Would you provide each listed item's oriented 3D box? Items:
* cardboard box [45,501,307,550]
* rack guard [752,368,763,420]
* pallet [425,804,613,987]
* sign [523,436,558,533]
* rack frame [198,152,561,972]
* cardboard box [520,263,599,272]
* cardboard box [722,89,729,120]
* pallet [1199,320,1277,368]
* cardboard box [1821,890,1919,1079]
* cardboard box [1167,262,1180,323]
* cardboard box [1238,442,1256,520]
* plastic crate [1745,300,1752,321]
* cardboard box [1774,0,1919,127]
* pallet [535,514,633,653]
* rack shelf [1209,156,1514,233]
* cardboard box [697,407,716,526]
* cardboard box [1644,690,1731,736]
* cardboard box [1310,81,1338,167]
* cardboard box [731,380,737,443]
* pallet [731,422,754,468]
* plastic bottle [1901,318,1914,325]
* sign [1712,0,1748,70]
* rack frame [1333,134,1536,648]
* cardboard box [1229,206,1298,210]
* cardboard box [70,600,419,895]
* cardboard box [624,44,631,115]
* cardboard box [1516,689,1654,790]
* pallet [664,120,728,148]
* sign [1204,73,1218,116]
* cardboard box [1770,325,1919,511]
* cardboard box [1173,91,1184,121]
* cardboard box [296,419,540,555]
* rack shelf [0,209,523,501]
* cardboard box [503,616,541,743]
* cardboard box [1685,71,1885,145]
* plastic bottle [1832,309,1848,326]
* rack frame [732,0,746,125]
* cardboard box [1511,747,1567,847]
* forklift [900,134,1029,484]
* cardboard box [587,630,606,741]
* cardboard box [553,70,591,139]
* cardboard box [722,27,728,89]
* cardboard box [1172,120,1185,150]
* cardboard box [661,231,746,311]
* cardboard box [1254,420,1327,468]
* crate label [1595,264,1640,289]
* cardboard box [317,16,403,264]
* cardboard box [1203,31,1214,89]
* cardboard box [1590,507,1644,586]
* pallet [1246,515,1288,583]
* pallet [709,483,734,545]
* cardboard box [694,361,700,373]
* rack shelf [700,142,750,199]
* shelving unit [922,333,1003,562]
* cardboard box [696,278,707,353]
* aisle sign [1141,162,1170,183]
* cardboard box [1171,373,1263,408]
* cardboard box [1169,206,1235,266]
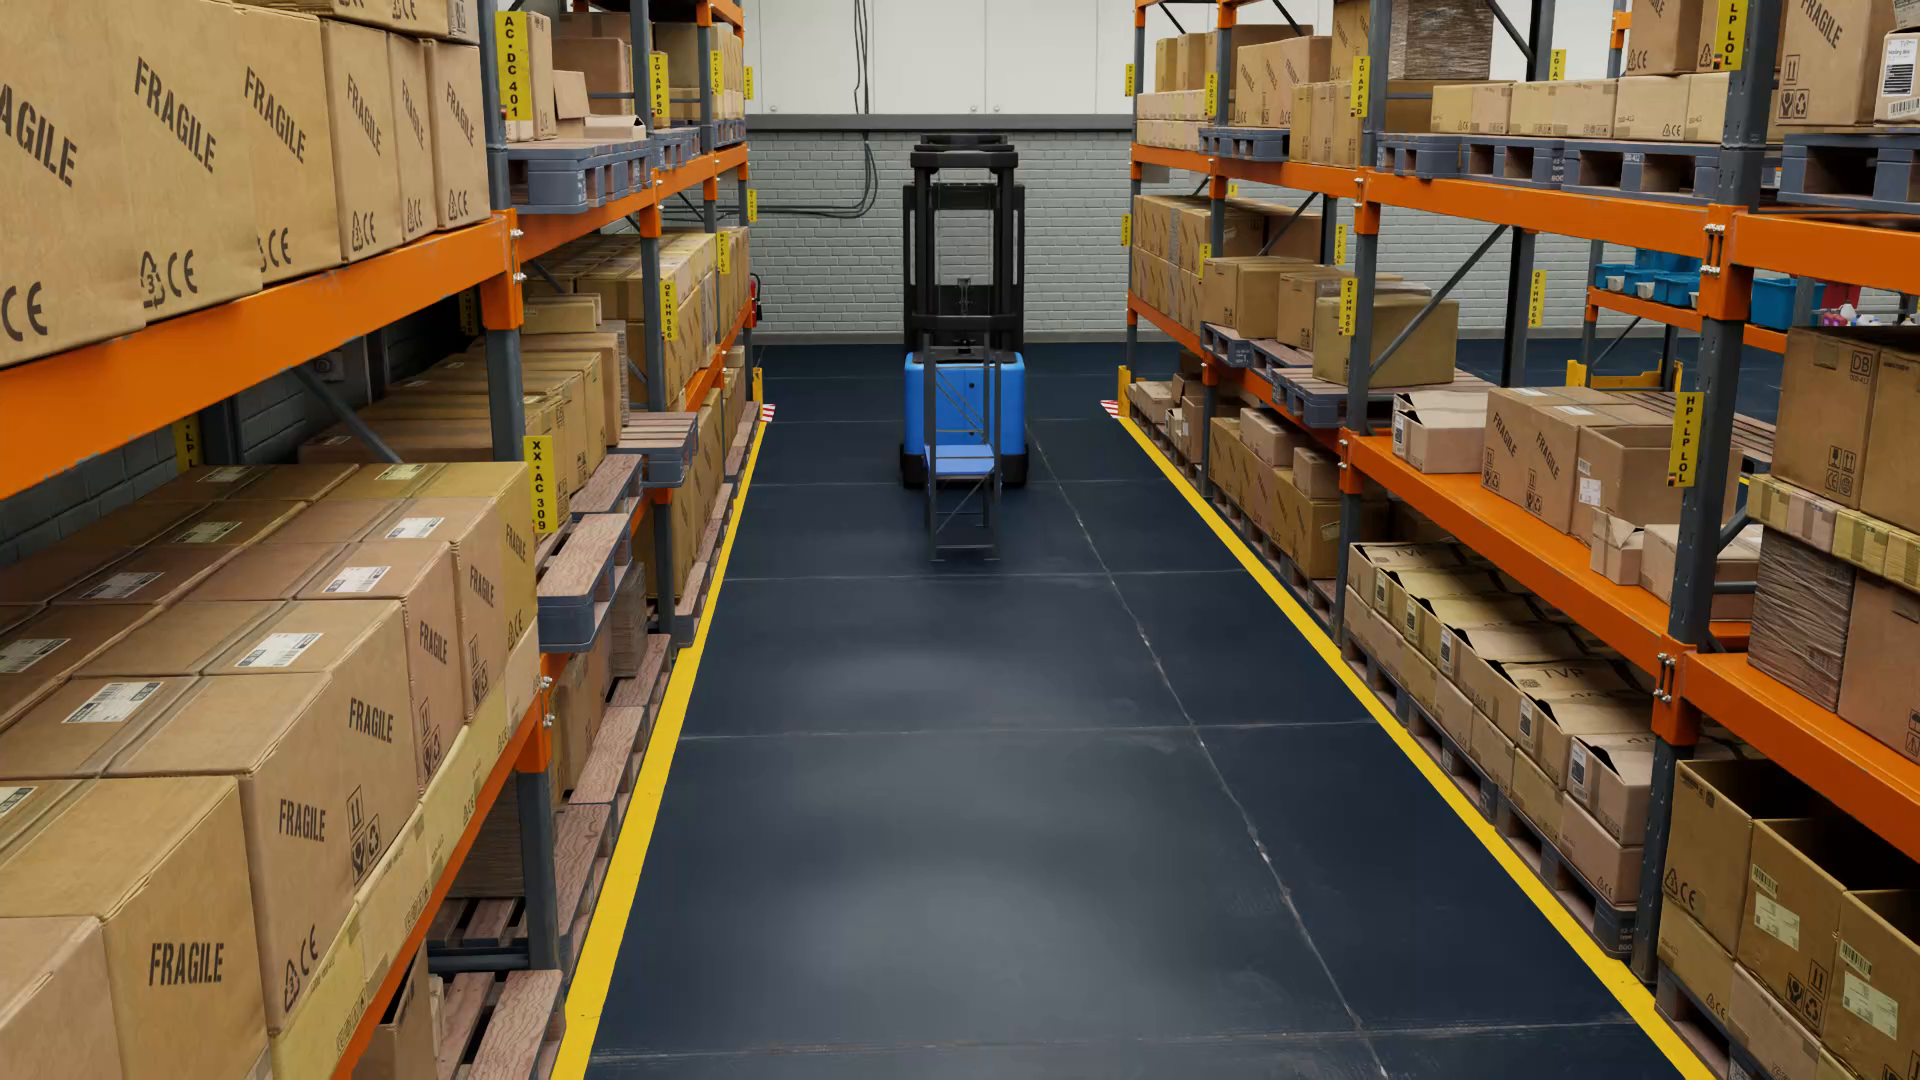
[{"bbox_3d":[-2.077,0.196,4.500,0.500,0.500,0.500,-1,14,-4],"label":"cardboard box"},{"bbox_3d":[-2.671,-1.532,17.478,1.175,0.500,0.348,-1,14,-3],"label":"rack guard"},{"bbox_3d":[-1.976,1.404,6.644,1.003,0.211,1.213,-1,14,-3],"label":"pallet"},{"bbox_3d":[-1.385,-0.182,5.477,0.100,0.325,0.005,-1,14,-3],"label":"sign"},{"bbox_3d":[-1.926,0.248,5.545,1.000,3.000,0.127,-1,14,-3],"label":"rack frame"},{"bbox_3d":[-2.490,-1.550,10.189,0.500,0.250,0.500,-1,14,-5],"label":"cardboard box"},{"bbox_3d":[-2.219,-3.677,14.035,0.500,0.250,0.500,-1,14,-5],"label":"cardboard box"},{"bbox_3d":[2.463,-1.526,12.823,1.003,0.211,1.213,-1,14,-3],"label":"pallet"},{"bbox_3d":[2.796,1.304,4.609,0.500,0.500,0.500,-1,14,-3],"label":"cardboard box"},{"bbox_3d":[2.168,-2.244,15.028,0.500,0.500,0.500,-1,14,-2],"label":"cardboard box"},{"bbox_3d":[2.376,-0.441,12.354,0.500,0.500,0.500,-1,14,-3],"label":"cardboard box"},{"bbox_3d":[7.129,-2.065,14.964,0.437,0.125,0.590,-1,14,-3],"label":"plastic crate"},{"bbox_3d":[2.786,-1.473,4.887,0.500,0.500,0.500,0,14,1],"label":"cardboard box"},{"bbox_3d":[-1.828,0.148,6.316,1.003,0.211,1.213,-1,14,-3],"label":"pallet"},{"bbox_3d":[2.646,-2.426,11.361,1.077,0.370,4.000,-1,14,-3],"label":"rack shelf"},{"bbox_3d":[-2.194,-0.524,12.013,0.750,0.750,0.750,0,14,-2],"label":"cardboard box"},{"bbox_3d":[3.215,0.796,6.964,0.500,0.311,0.500,-1,14,-4],"label":"cardboard box"},{"bbox_3d":[2.678,-2.561,10.238,0.910,0.500,0.500,-1,14,-3],"label":"cardboard box"},{"bbox_3d":[-2.423,-1.175,15.248,0.700,0.500,0.500,-1,14,-2],"label":"cardboard box"},{"bbox_3d":[-2.470,-0.886,15.547,1.003,0.211,1.213,-1,14,-3],"label":"pallet"},{"bbox_3d":[7.690,-1.699,13.509,0.097,0.201,0.097,0,14,0],"label":"plastic bottle"},{"bbox_3d":[2.477,-1.675,5.326,0.100,0.325,0.005,-1,14,-3],"label":"sign"},{"bbox_3d":[2.770,-0.825,9.712,1.000,3.000,0.127,-1,14,-3],"label":"rack frame"},{"bbox_3d":[2.710,-2.730,14.909,0.500,0.500,0.500,-1,14,-5],"label":"cardboard box"},{"bbox_3d":[-1.498,0.439,3.557,0.500,0.500,0.500,0,14,-2],"label":"cardboard box"},{"bbox_3d":[-2.347,-2.712,9.944,0.700,0.500,0.500,-2,15,-7],"label":"cardboard box"},{"bbox_3d":[2.668,0.801,6.943,0.500,0.311,0.500,0,14,-2],"label":"cardboard box"},{"bbox_3d":[-2.462,-3.355,13.706,1.003,0.211,1.213,-1,14,-3],"label":"pallet"},{"bbox_3d":[1.981,-3.512,13.100,0.100,0.325,0.005,-1,14,-3],"label":"sign"},{"bbox_3d":[3.051,-0.396,5.243,0.700,0.500,0.500,-1,14,-3],"label":"cardboard box"},{"bbox_3d":[2.165,-3.807,14.581,0.500,0.250,0.500,-1,14,-3],"label":"cardboard box"},{"bbox_3d":[-1.924,-0.141,5.971,0.700,0.500,0.500,-1,14,-3],"label":"cardboard box"},{"bbox_3d":[-1.802,-0.359,3.327,1.077,0.370,4.000,-1,14,-3],"label":"rack shelf"},{"bbox_3d":[-1.594,0.424,5.121,0.500,0.250,0.500,-1,14,-3],"label":"cardboard box"},{"bbox_3d":[2.989,-1.567,6.034,0.500,0.250,0.500,1,14,2],"label":"cardboard box"},{"bbox_3d":[7.071,-1.708,13.377,0.061,0.283,0.133,-1,14,-3],"label":"plastic bottle"},{"bbox_3d":[-2.670,-5.642,16.396,1.000,3.000,0.127,-1,14,-3],"label":"rack frame"},{"bbox_3d":[2.673,1.074,7.008,0.500,0.250,0.500,-1,14,-4],"label":"cardboard box"},{"bbox_3d":[0.032,-2.215,15.253,1.130,2.935,3.031,0,14,0],"label":"forklift"},{"bbox_3d":[-2.103,0.682,7.991,0.700,0.500,0.500,-1,14,-4],"label":"cardboard box"},{"bbox_3d":[-2.186,-1.936,7.763,0.797,0.503,0.637,1,14,4],"label":"cardboard box"},{"bbox_3d":[-2.224,-4.046,13.966,0.500,0.500,0.500,-1,14,-5],"label":"cardboard box"},{"bbox_3d":[2.167,-3.565,14.644,0.500,0.250,0.500,-1,14,-3],"label":"cardboard box"},{"bbox_3d":[-2.572,-2.575,15.911,0.980,0.700,0.700,-1,14,-4],"label":"cardboard box"},{"bbox_3d":[2.402,-0.688,11.808,0.500,0.250,0.500,-1,14,-4],"label":"cardboard box"},{"bbox_3d":[6.905,-2.771,17.493,0.416,0.233,0.303,-1,14,-3],"label":"crate label"},{"bbox_3d":[-1.557,-0.878,3.660,0.500,0.500,0.500,-1,15,-6],"label":"cardboard box"},{"bbox_3d":[2.527,-4.176,14.510,0.700,0.500,0.500,-1,14,-3],"label":"cardboard box"},{"bbox_3d":[2.780,0.019,6.701,0.396,0.266,0.258,-1,14,-5],"label":"cardboard box"},{"bbox_3d":[2.689,0.037,11.960,1.003,0.211,1.213,-1,14,-3],"label":"pallet"},{"bbox_3d":[-2.299,-0.201,12.883,1.003,0.211,1.213,-1,14,-3],"label":"pallet"},{"bbox_3d":[-2.084,-1.296,12.009,0.380,0.149,0.250,-1,14,-3],"label":"cardboard box"},{"bbox_3d":[-2.546,-3.344,14.926,1.077,0.370,4.000,-1,14,-3],"label":"rack shelf"},{"bbox_3d":[0.005,-0.705,12.257,0.538,1.500,1.048,-1,14,-3],"label":"shelving unit"},{"bbox_3d":[-2.078,-1.582,11.816,0.500,0.500,0.500,-1,14,-3],"label":"cardboard box"},{"bbox_3d":[1.977,-4.086,17.169,0.394,0.787,0.004,-1,14,-3],"label":"aisle sign"},{"bbox_3d":[2.401,-1.291,15.650,0.797,0.503,0.637,-1,14,-3],"label":"cardboard box"},{"bbox_3d":[2.167,-2.727,14.897,0.500,0.500,0.500,-1,14,-3],"label":"cardboard box"}]
